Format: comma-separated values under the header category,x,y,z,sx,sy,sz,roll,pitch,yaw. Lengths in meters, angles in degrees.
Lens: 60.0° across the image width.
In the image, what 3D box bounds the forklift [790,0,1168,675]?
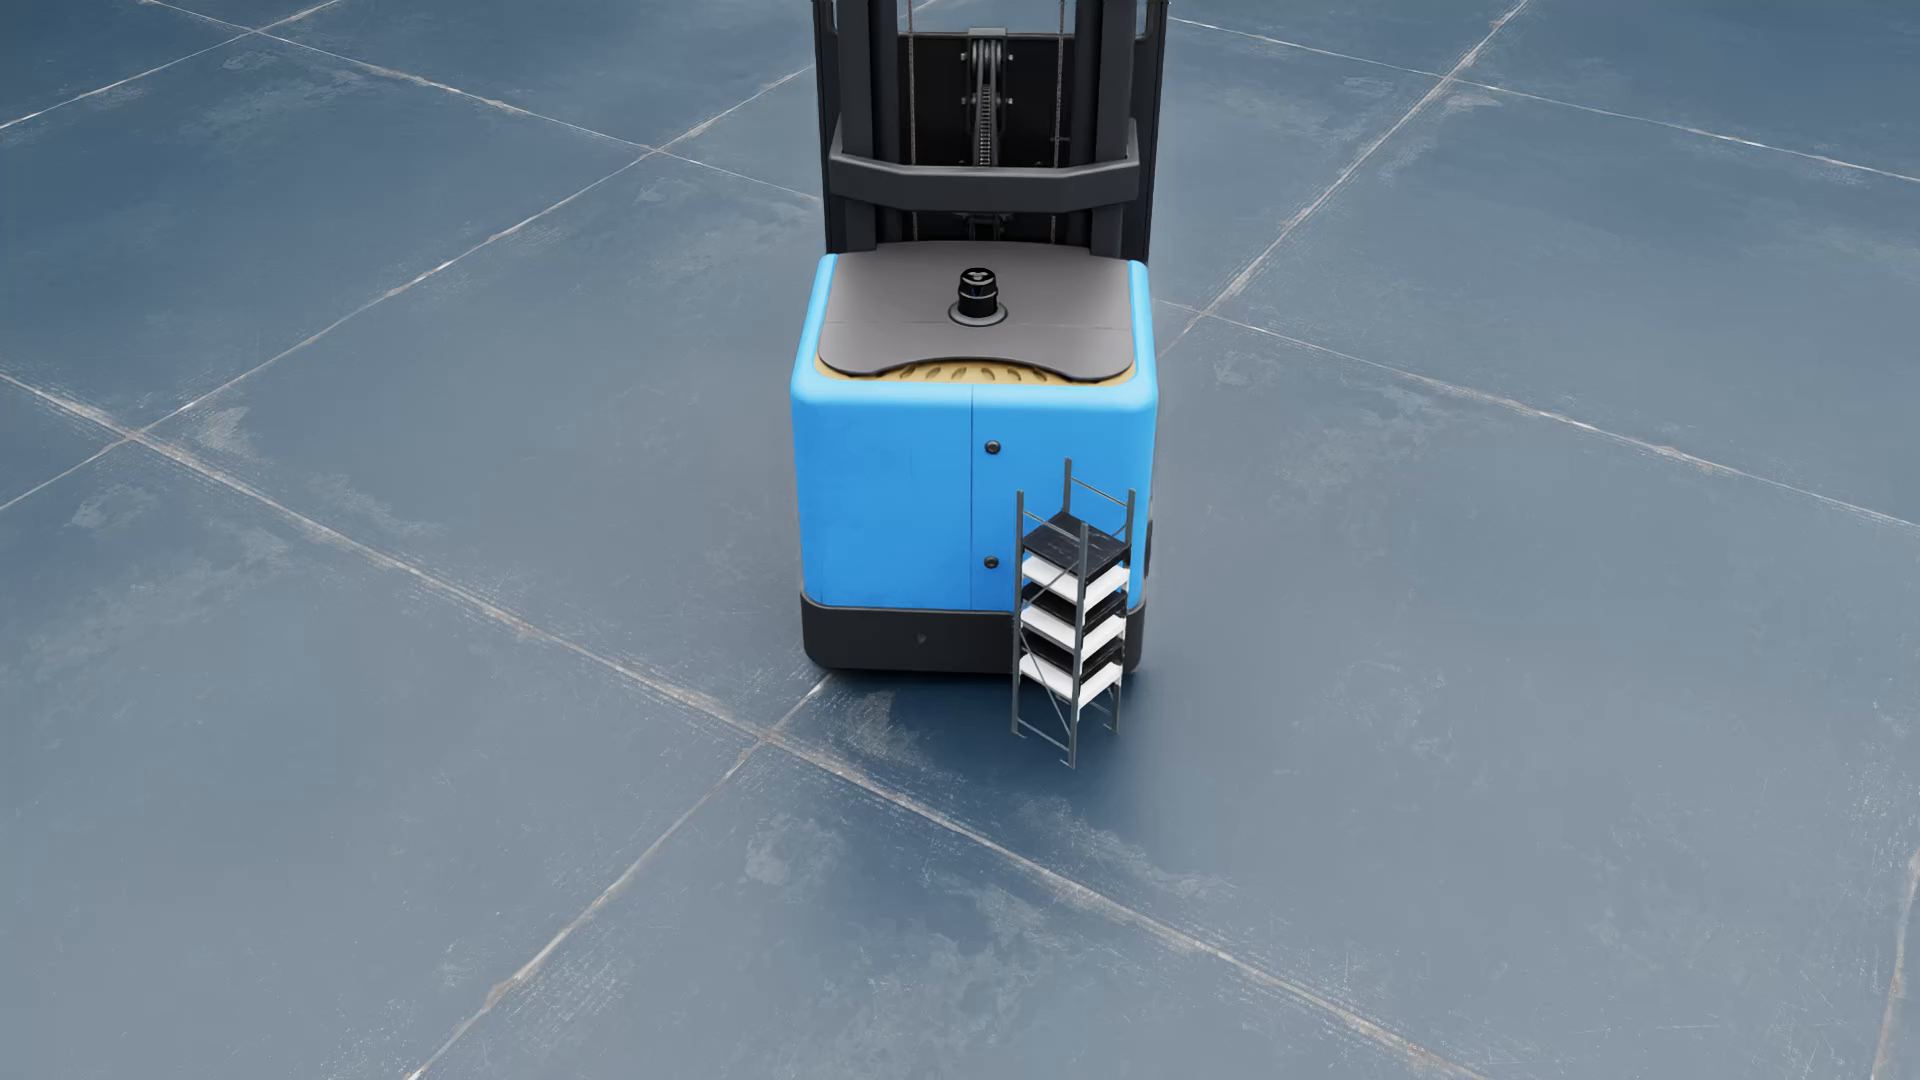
category,x,y,z,sx,sy,sz,roll,pitch,yaw
forklift,0.104,-1.620,5.451,1.130,2.935,3.031,2,38,2

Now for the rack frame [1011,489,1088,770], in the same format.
category,x,y,z,sx,sy,sz,roll,pitch,yaw
rack frame,0.244,0.269,4.664,0.240,0.900,0.006,29,46,32

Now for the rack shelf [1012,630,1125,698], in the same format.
category,x,y,z,sx,sy,sz,roll,pitch,yaw
rack shelf,0.313,0.320,4.799,0.258,0.077,0.200,29,46,32

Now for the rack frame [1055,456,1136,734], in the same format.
category,x,y,z,sx,sy,sz,roll,pitch,yaw
rack frame,0.381,0.176,4.783,0.240,0.900,0.006,29,46,32

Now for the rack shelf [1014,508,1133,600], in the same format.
category,x,y,z,sx,sy,sz,roll,pitch,yaw
rack shelf,0.312,0.035,4.578,0.258,0.077,0.200,29,46,32

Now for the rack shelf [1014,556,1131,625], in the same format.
category,x,y,z,sx,sy,sz,roll,pitch,yaw
rack shelf,0.312,0.107,4.634,0.258,0.077,0.200,29,46,32

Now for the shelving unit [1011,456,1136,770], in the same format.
category,x,y,z,sx,sy,sz,roll,pitch,yaw
shelving unit,0.312,0.222,4.724,0.258,0.900,0.210,29,46,32

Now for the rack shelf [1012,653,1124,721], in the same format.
category,x,y,z,sx,sy,sz,roll,pitch,yaw
rack shelf,0.313,0.391,4.854,0.258,0.077,0.200,29,46,32

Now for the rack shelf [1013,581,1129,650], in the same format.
category,x,y,z,sx,sy,sz,roll,pitch,yaw
rack shelf,0.312,0.178,4.689,0.258,0.077,0.200,29,46,32

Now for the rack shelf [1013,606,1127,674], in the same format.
category,x,y,z,sx,sy,sz,roll,pitch,yaw
rack shelf,0.313,0.249,4.744,0.258,0.077,0.200,29,46,32
